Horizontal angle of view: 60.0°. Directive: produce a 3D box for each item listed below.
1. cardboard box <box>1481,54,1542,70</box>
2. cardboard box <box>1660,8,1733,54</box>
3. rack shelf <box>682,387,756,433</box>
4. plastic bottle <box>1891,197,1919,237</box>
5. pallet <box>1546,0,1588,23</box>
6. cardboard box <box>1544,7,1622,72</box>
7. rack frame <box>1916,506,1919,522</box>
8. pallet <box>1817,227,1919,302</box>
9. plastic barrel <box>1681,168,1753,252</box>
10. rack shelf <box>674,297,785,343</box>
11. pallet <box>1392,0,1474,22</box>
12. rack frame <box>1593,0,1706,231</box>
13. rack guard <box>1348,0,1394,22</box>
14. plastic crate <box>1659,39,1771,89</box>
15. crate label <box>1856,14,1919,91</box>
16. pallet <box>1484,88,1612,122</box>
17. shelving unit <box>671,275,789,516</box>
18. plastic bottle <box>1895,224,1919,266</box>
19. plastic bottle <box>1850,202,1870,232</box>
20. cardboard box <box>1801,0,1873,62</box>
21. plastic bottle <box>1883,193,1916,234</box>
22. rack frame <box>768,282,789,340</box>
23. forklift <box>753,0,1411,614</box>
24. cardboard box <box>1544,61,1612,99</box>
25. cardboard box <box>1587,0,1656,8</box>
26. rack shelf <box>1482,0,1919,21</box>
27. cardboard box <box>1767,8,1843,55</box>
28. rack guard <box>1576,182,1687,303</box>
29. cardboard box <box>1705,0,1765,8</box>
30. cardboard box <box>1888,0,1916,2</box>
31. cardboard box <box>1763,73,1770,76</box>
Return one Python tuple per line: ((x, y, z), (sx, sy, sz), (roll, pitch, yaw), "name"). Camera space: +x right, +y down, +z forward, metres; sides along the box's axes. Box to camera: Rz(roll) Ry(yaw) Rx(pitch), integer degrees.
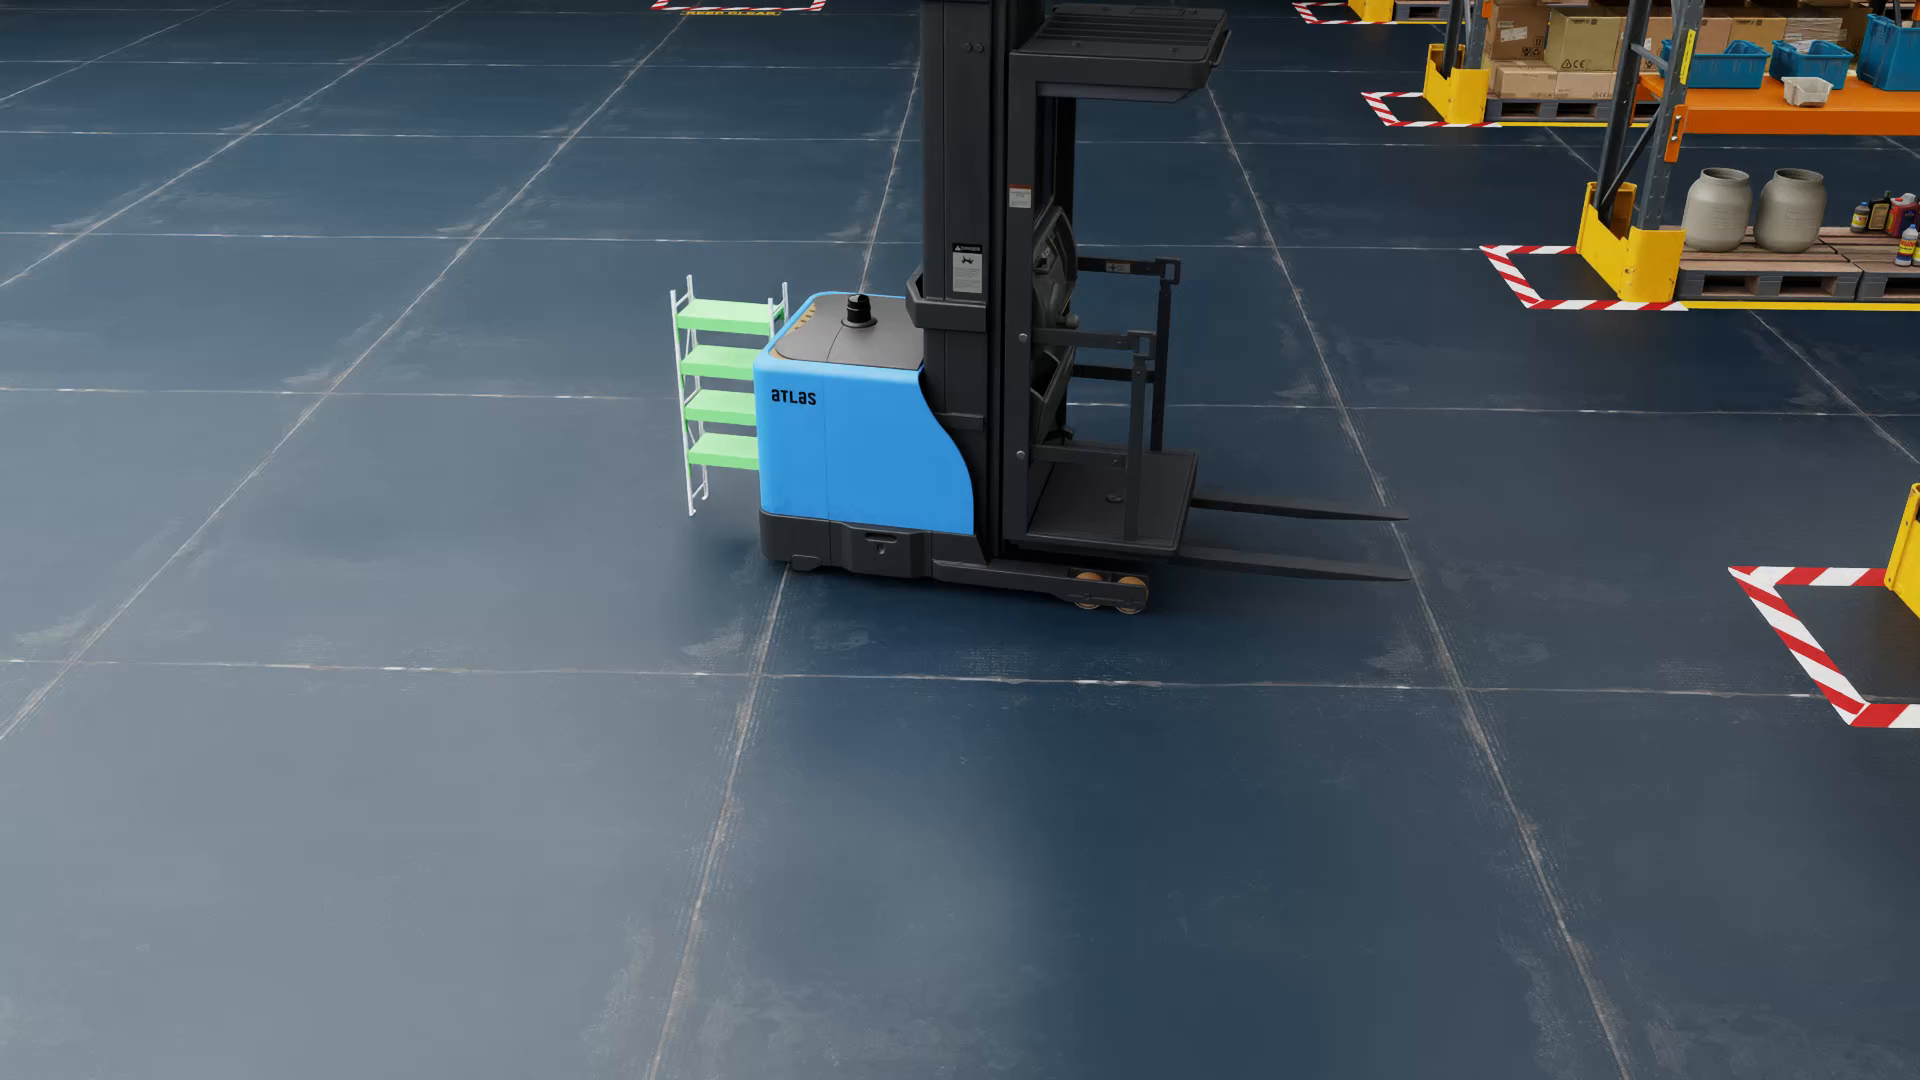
((5.347, -4.609, 16.229), (0.500, 0.250, 0.500), (1, 28, 2), "cardboard box")
((6.828, -4.672, 15.547), (0.500, 0.500, 0.500), (1, 28, 2), "cardboard box")
((-1.108, -0.628, 8.289), (0.480, 0.148, 0.258), (6, 29, 11), "rack shelf")
((6.721, -2.292, 11.802), (0.133, 0.283, 0.061), (1, 28, 2), "plastic bottle")
((7.074, -6.543, 20.367), (1.213, 0.211, 1.003), (1, 28, 2), "pallet")
((5.828, -4.690, 15.582), (0.500, 0.500, 0.500), (1, 28, 2), "cardboard box")
((4.447, -0.872, 6.692), (0.127, 3.000, 1.000), (1, 28, 2), "rack frame")
((6.727, -1.942, 11.687), (1.213, 0.211, 1.003), (1, 28, 2), "pallet")
((5.282, -2.301, 11.597), (0.421, 0.512, 0.421), (0, 28, 0), "plastic barrel")
((-1.108, -1.052, 8.064), (0.480, 0.148, 0.258), (6, 29, 11), "rack shelf")
((5.858, -6.564, 20.407), (1.213, 0.211, 1.003), (1, 28, 2), "pallet")
((4.622, -3.190, 11.065), (0.127, 3.000, 1.000), (1, 28, 2), "rack frame")
((5.048, -6.722, 20.396), (0.348, 0.500, 1.175), (1, 28, 2), "rack guard")
((5.133, -3.256, 11.349), (0.616, 0.251, 0.499), (1, 28, 2), "plastic crate")
((6.471, -3.302, 11.239), (0.616, 0.435, 0.502), (1, 28, 2), "crate label")
((5.566, -4.284, 16.105), (1.213, 0.211, 1.003), (1, 28, 2), "pallet")
((-1.108, -0.684, 8.259), (0.503, 1.200, 0.258), (6, 29, 11), "shelving unit")
((6.423, -2.003, 11.270), (0.097, 0.271, 0.097), (0, 28, 0), "plastic bottle")
((6.473, -2.323, 11.948), (0.097, 0.201, 0.097), (0, 28, 0), "plastic bottle")
((8.346, -4.899, 15.975), (0.500, 0.500, 0.500), (1, 28, 2), "cardboard box")
((6.724, -2.339, 11.898), (0.135, 0.276, 0.152), (1, 28, 2), "plastic bottle")
((-0.870, -0.659, 8.212), (0.015, 1.200, 0.240), (6, 29, 11), "rack frame")
((0.615, -1.230, 7.442), (3.031, 2.935, 1.130), (6, 29, 11), "forklift")
((5.828, -4.360, 15.759), (0.500, 0.250, 0.500), (1, 28, 2), "cardboard box")
((6.347, -4.931, 16.037), (0.500, 0.500, 0.500), (1, 28, 2), "cardboard box")
((6.799, -5.158, 15.545), (4.000, 0.370, 1.077), (1, 28, 2), "rack shelf")
((7.828, -4.664, 15.532), (0.500, 0.500, 0.500), (1, 28, 2), "cardboard box")
((4.700, -2.107, 11.690), (0.348, 0.500, 1.175), (1, 28, 2), "rack guard")
((7.346, -4.915, 16.006), (0.500, 0.500, 0.500), (1, 28, 2), "cardboard box")
((11.237, -6.831, 20.132), (0.500, 0.500, 0.700), (1, 28, 2), "cardboard box")
((7.327, -4.333, 15.708), (0.500, 0.250, 0.500), (1, 28, 2), "cardboard box")
